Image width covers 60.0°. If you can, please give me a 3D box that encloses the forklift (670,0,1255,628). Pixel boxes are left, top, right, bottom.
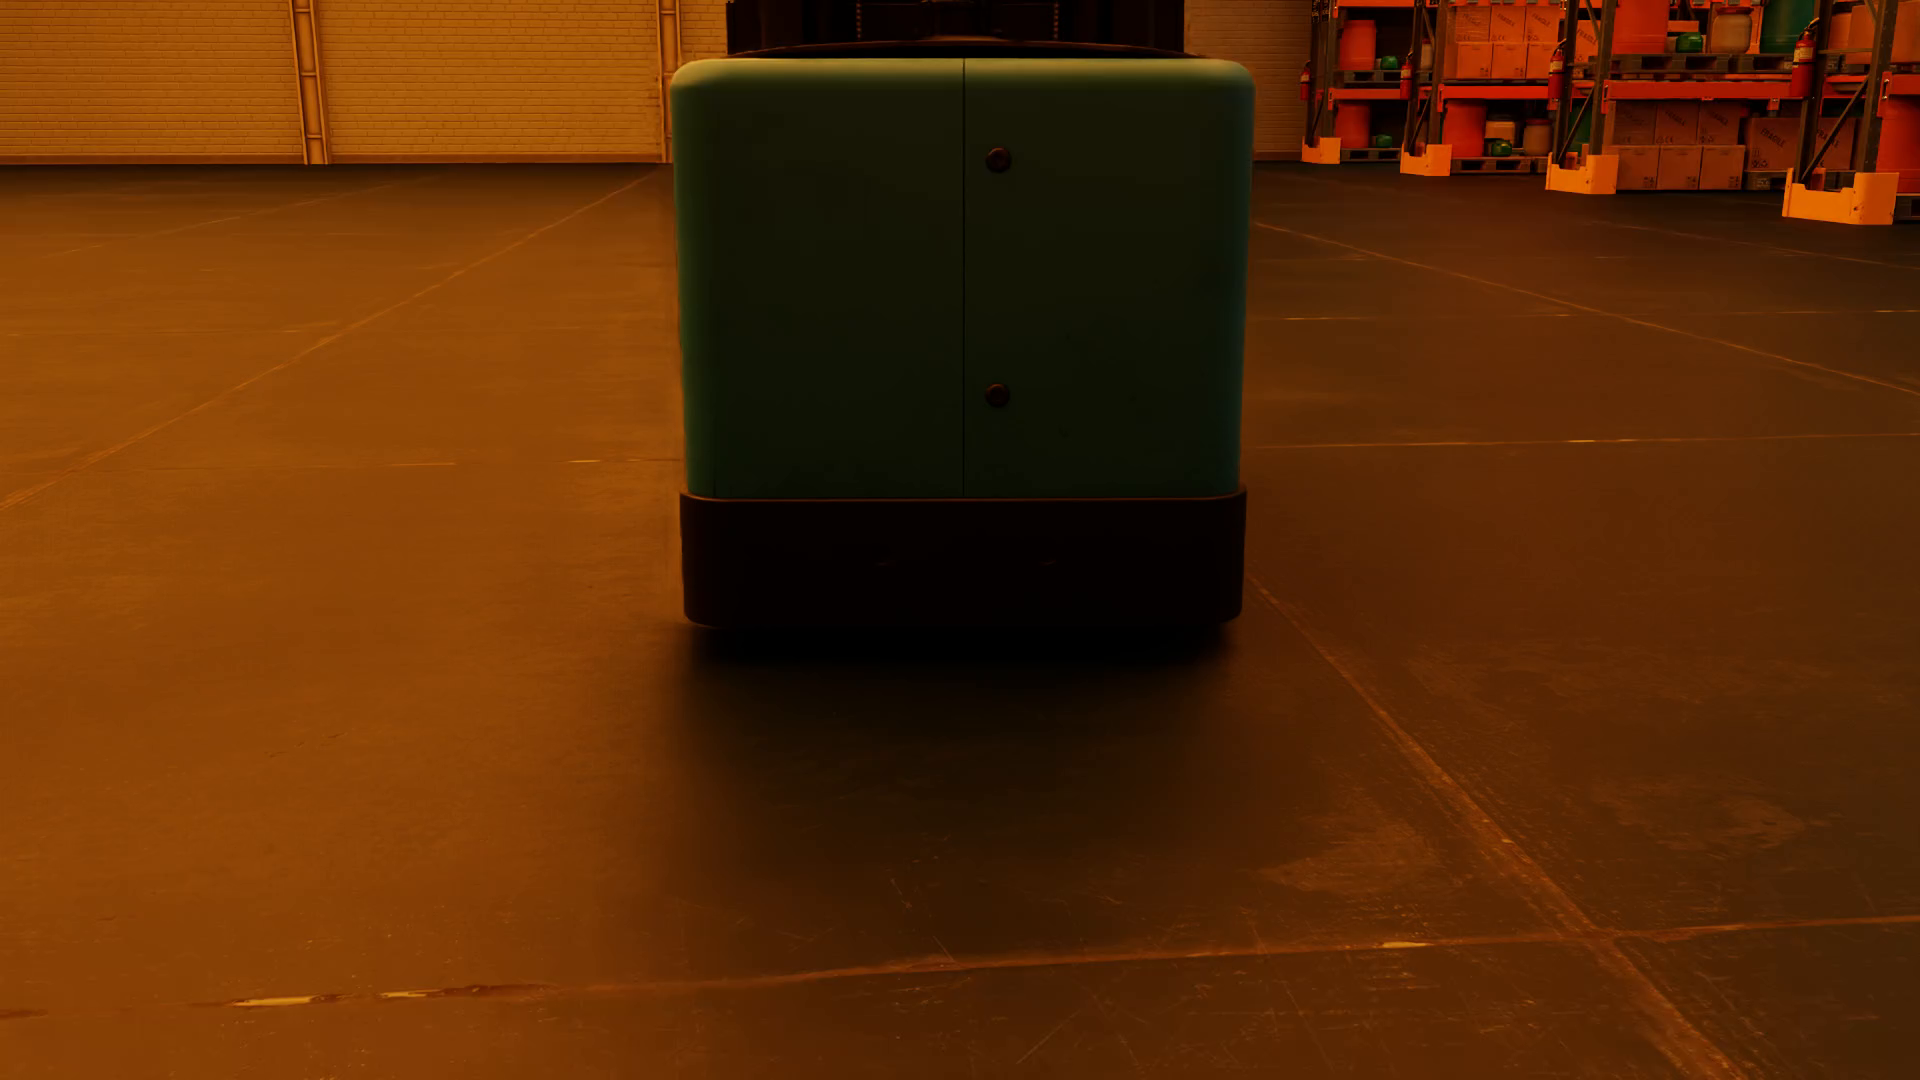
[{"bbox_3d":[-0.015,-1.573,4.154,1.130,2.935,3.031,0,15,-1],"label":"forklift"}]
